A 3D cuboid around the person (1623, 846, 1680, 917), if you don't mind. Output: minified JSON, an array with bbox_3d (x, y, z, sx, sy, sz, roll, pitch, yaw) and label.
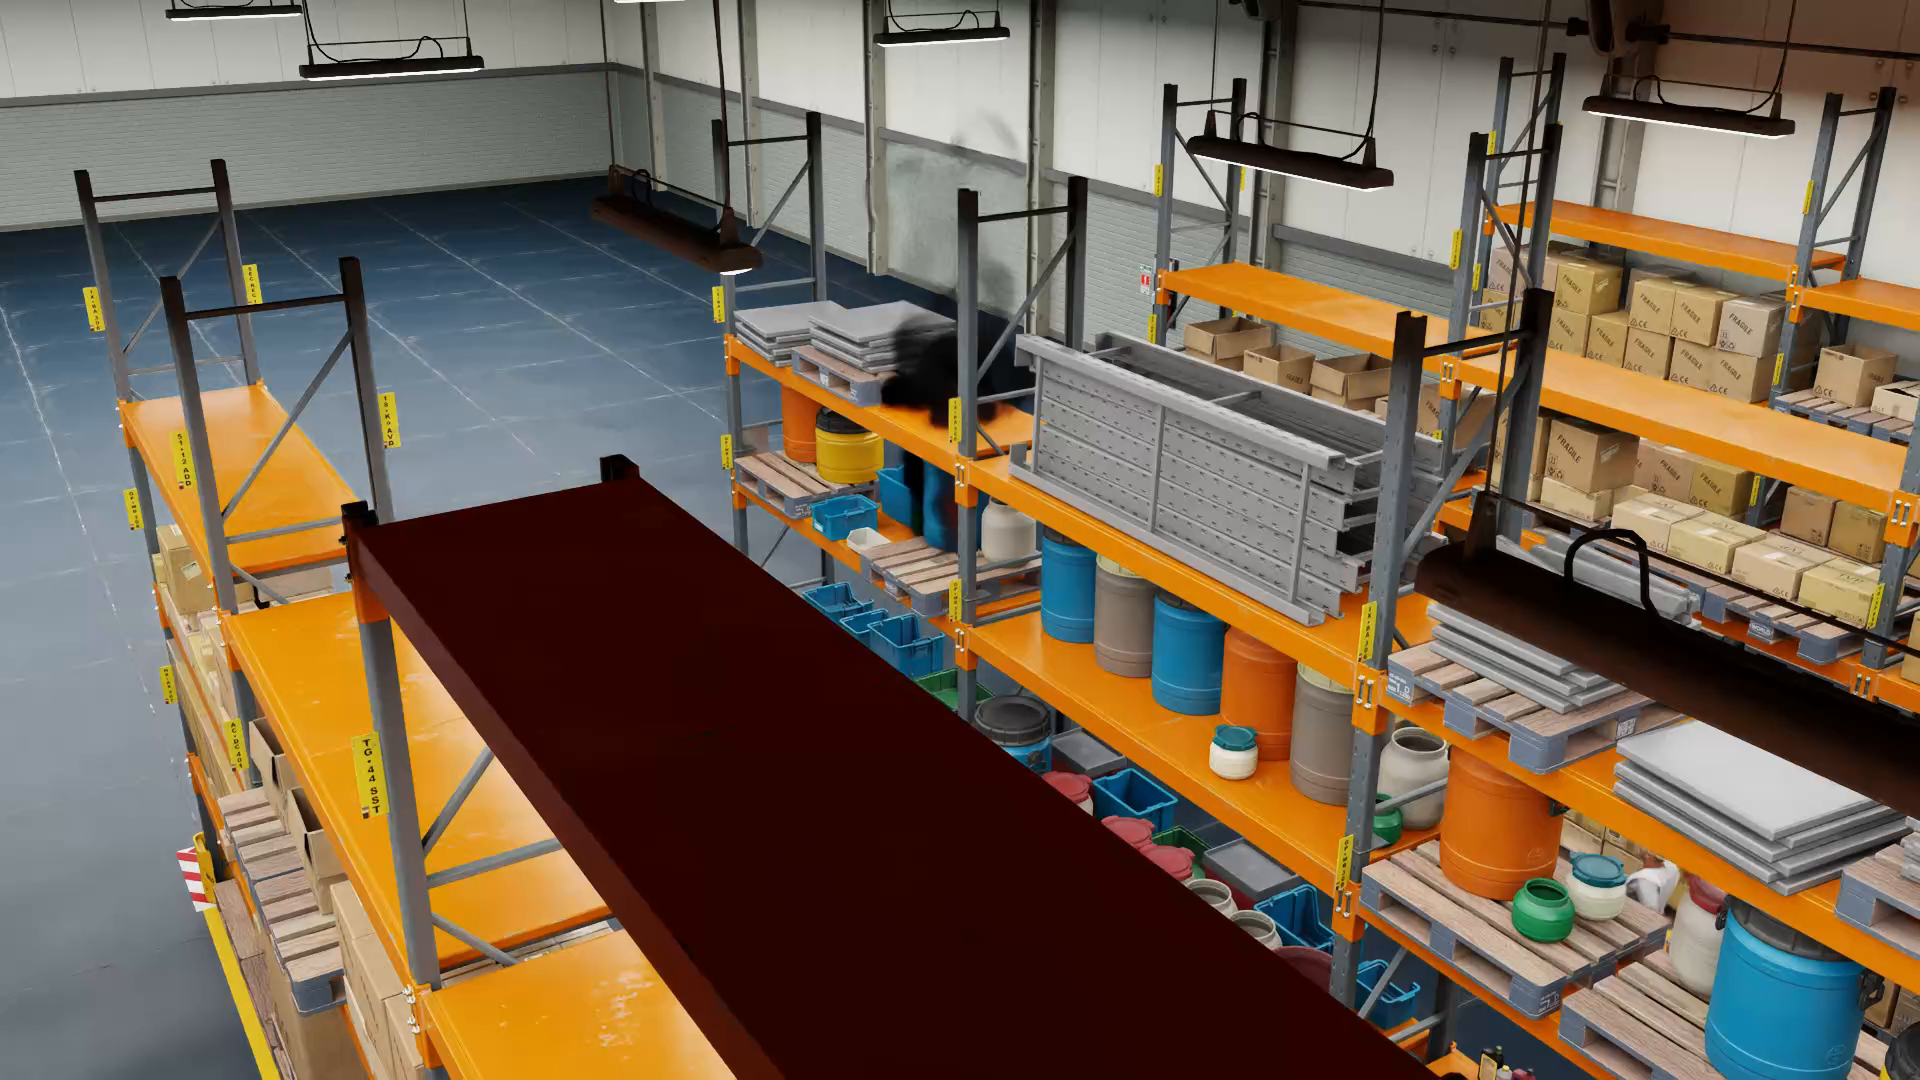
[{"bbox_3d":[4.811,2.844,11.899,0.664,1.793,0.914,-15,26,-32],"label":"person"}]
